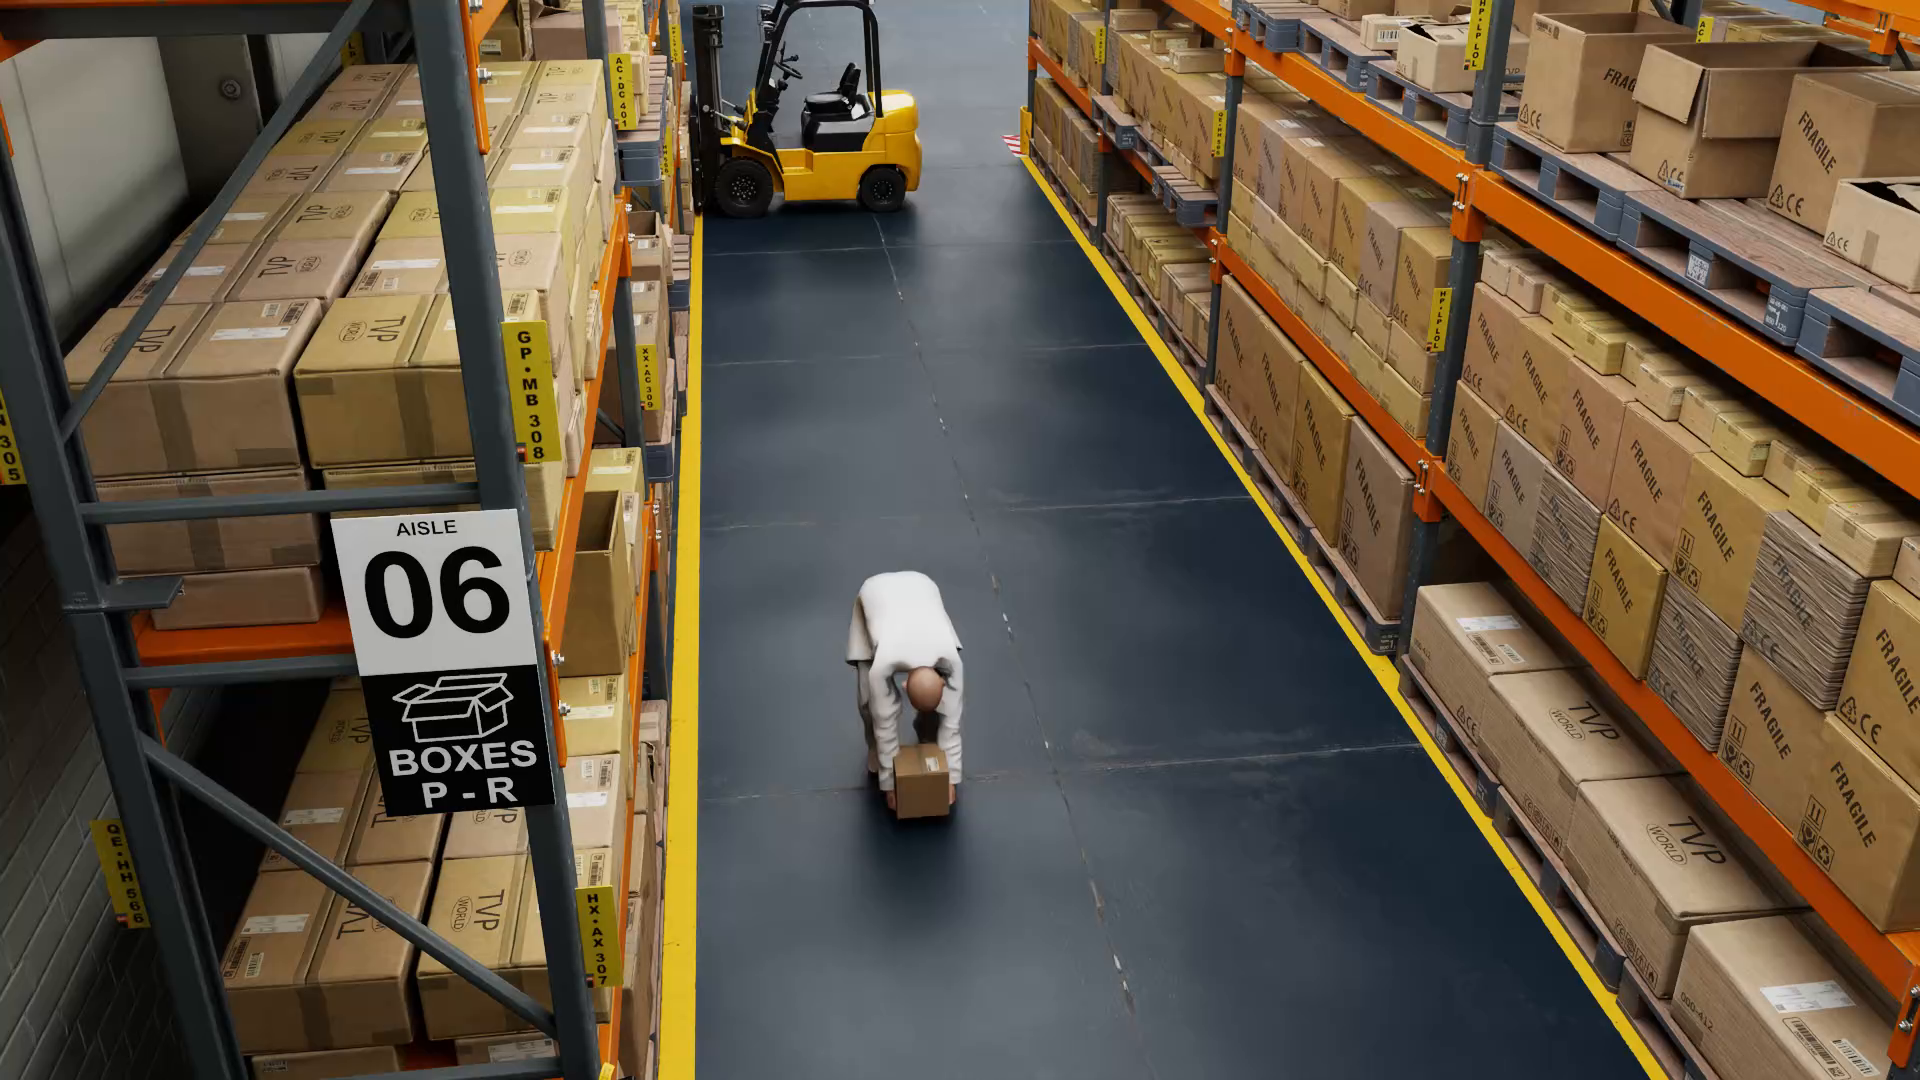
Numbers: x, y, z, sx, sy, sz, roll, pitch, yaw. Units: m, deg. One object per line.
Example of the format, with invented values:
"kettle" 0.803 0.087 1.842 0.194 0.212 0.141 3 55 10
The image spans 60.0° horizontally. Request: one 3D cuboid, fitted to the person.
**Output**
"person" -0.246 0.717 8.060 0.591 1.010 0.942 -5 27 -10
